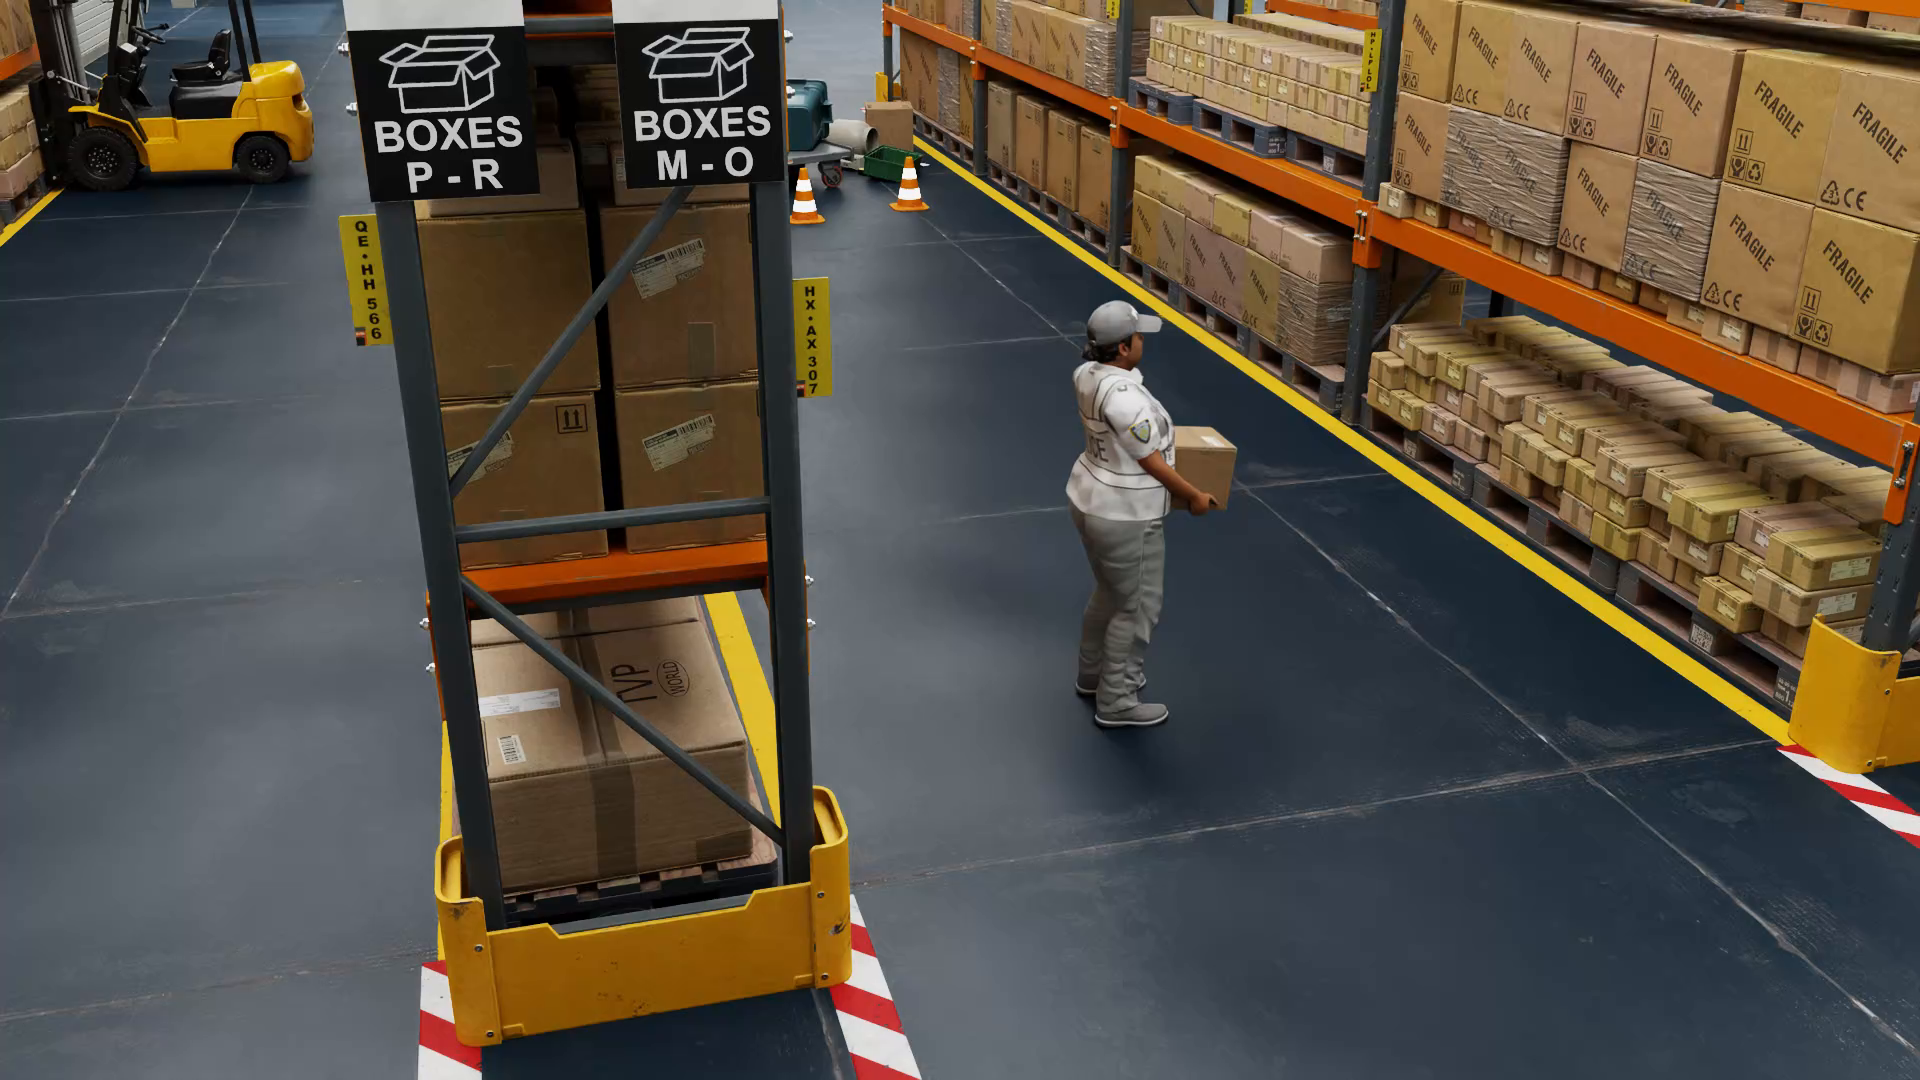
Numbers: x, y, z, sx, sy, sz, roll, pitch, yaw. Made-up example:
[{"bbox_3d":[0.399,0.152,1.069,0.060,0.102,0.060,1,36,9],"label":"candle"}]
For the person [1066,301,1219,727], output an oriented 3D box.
[{"bbox_3d":[0.685,-0.107,6.359,0.533,1.656,0.455,-6,24,-13],"label":"person"}]
